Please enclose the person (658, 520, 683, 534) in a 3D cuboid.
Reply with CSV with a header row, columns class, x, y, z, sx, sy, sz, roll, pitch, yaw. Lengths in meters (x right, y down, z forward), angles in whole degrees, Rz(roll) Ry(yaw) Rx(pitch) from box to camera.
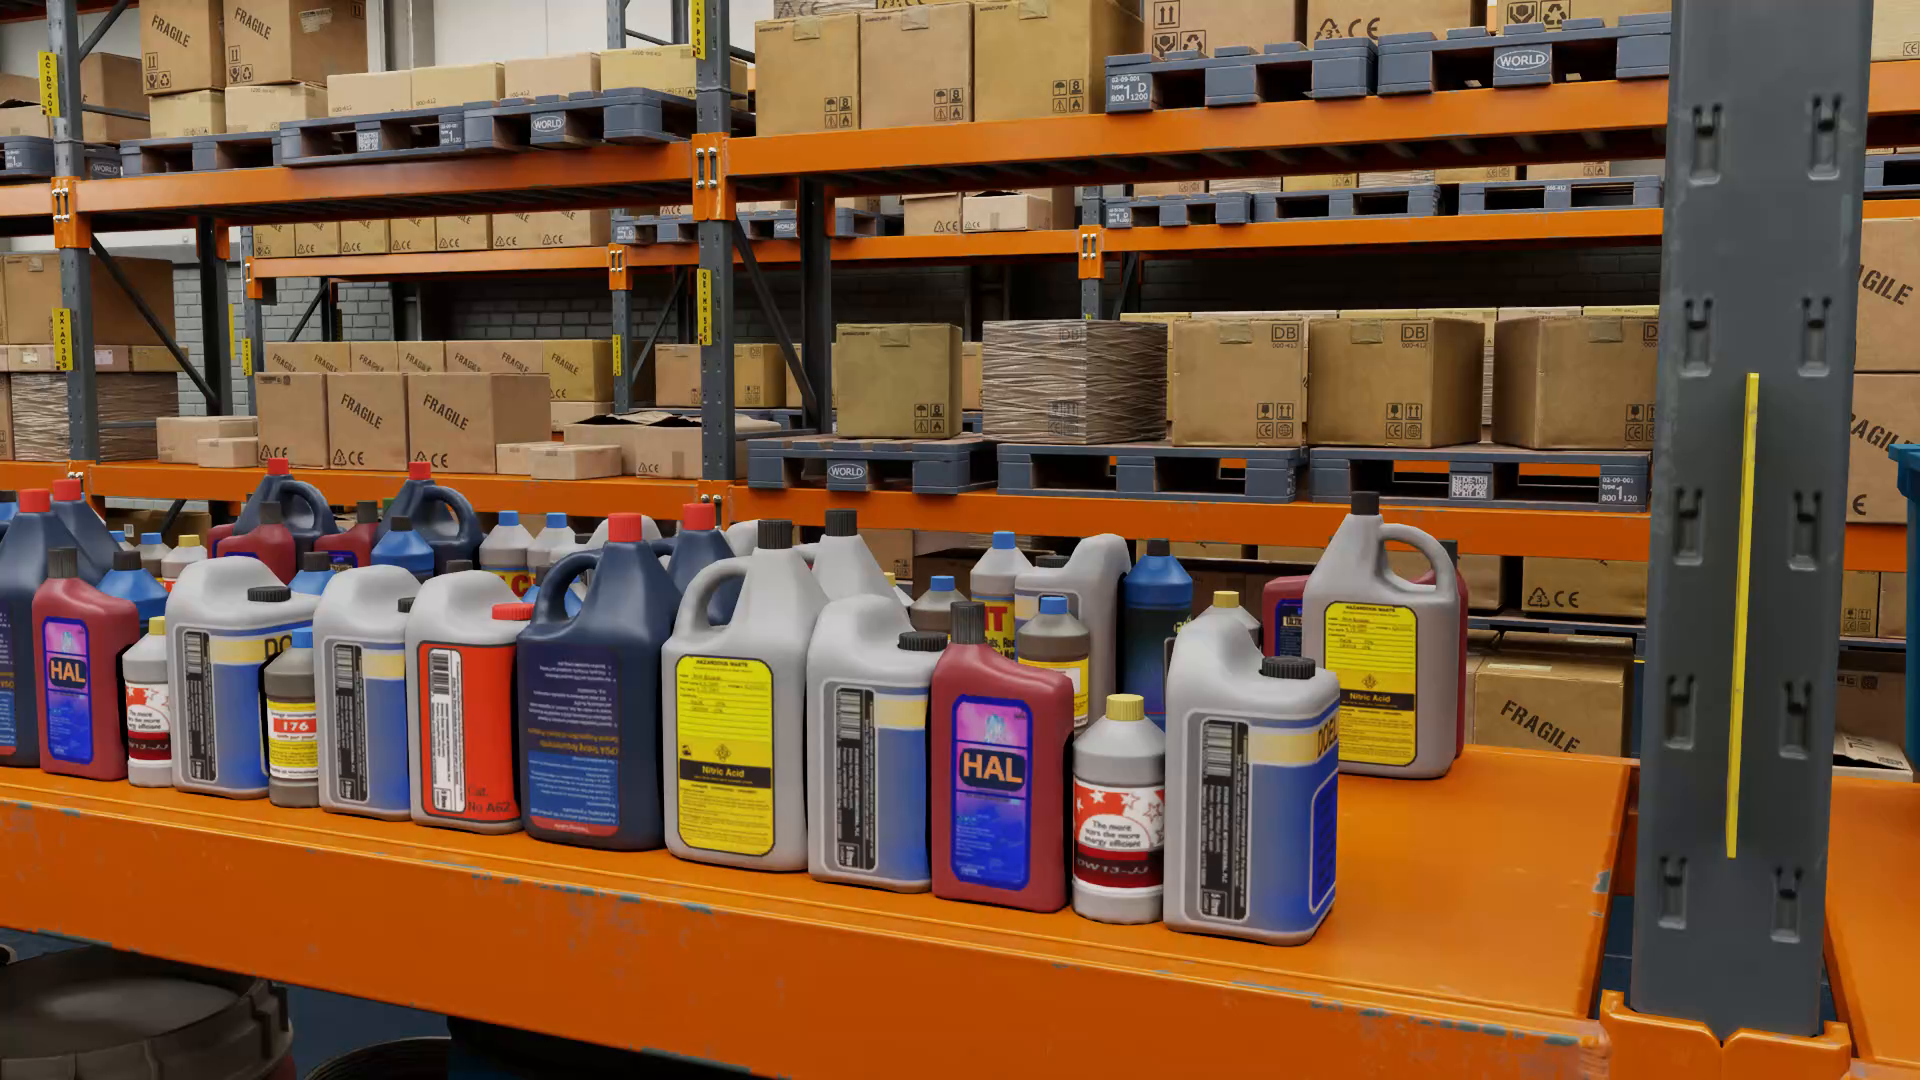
class,x,y,z,sx,sy,sz,roll,pitch,yaw
person,-1.447,0.256,9.848,0.842,1.116,0.401,2,6,21
